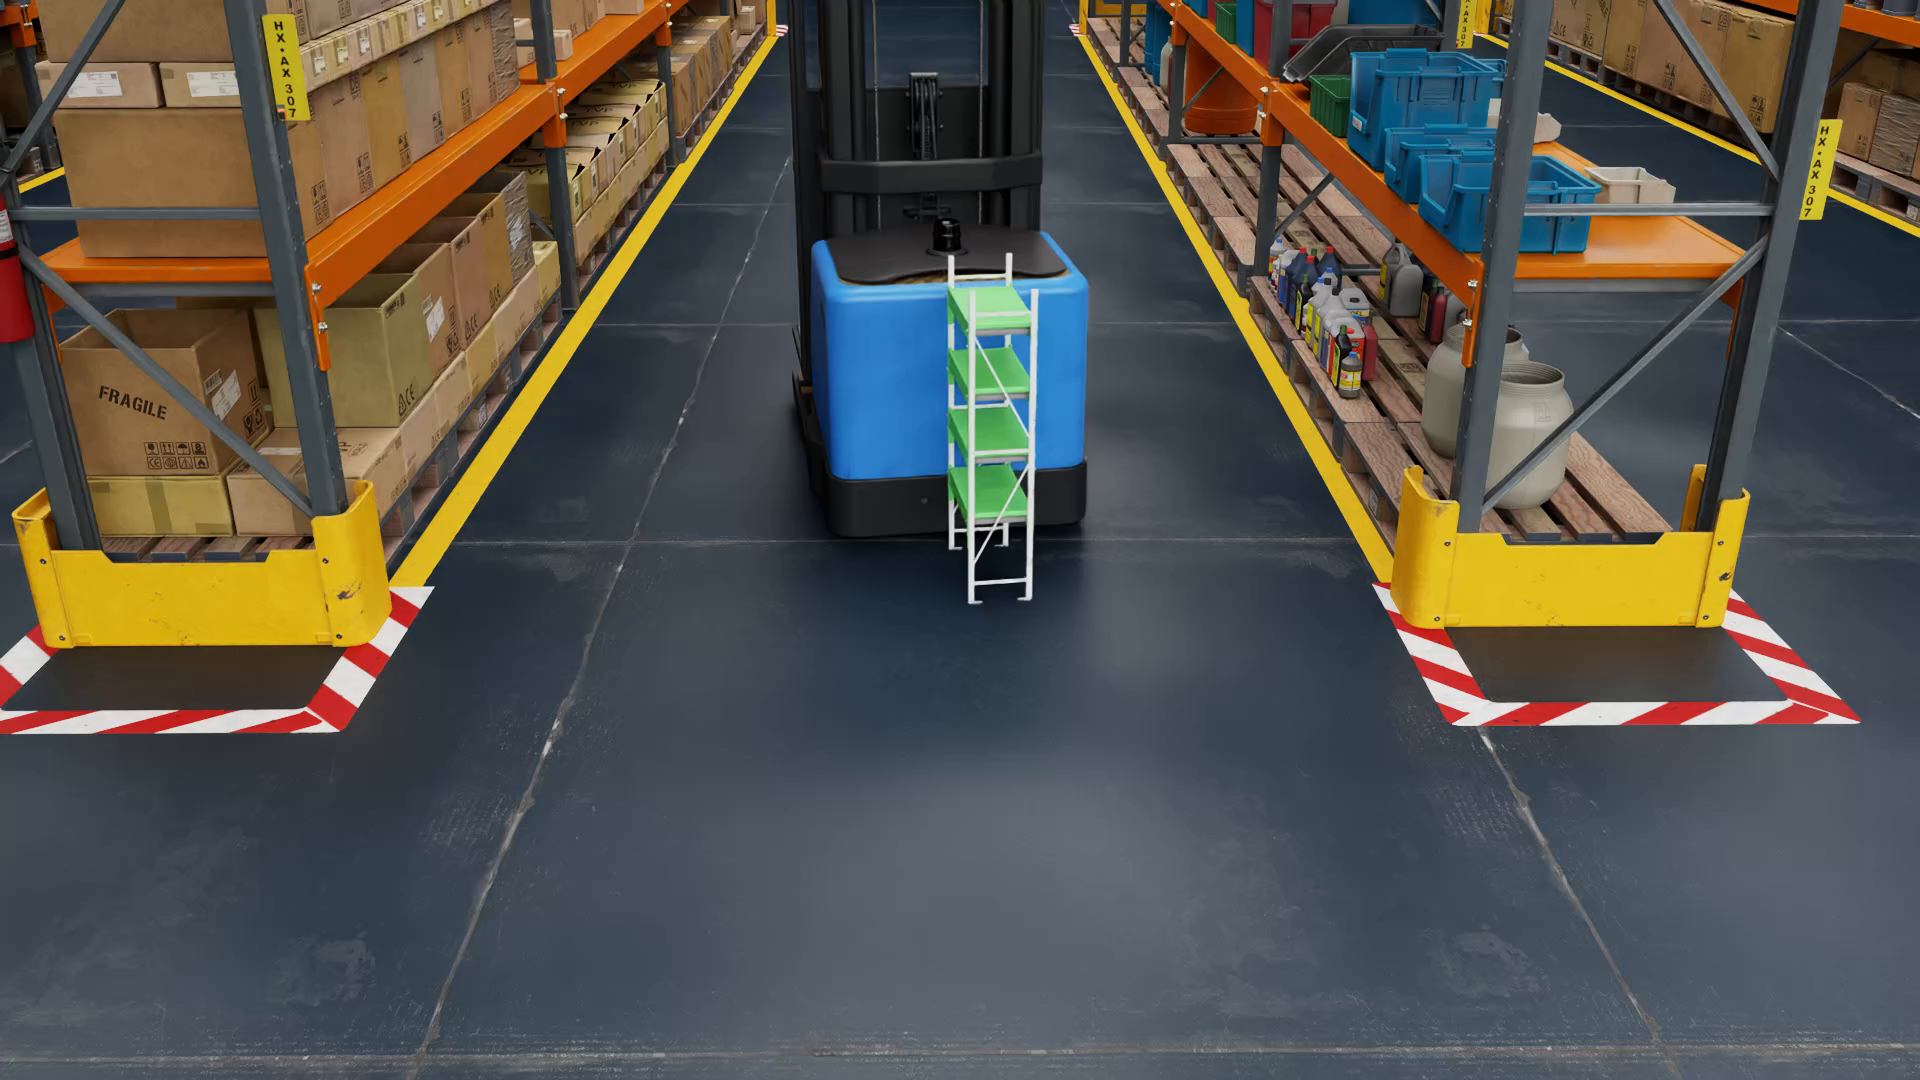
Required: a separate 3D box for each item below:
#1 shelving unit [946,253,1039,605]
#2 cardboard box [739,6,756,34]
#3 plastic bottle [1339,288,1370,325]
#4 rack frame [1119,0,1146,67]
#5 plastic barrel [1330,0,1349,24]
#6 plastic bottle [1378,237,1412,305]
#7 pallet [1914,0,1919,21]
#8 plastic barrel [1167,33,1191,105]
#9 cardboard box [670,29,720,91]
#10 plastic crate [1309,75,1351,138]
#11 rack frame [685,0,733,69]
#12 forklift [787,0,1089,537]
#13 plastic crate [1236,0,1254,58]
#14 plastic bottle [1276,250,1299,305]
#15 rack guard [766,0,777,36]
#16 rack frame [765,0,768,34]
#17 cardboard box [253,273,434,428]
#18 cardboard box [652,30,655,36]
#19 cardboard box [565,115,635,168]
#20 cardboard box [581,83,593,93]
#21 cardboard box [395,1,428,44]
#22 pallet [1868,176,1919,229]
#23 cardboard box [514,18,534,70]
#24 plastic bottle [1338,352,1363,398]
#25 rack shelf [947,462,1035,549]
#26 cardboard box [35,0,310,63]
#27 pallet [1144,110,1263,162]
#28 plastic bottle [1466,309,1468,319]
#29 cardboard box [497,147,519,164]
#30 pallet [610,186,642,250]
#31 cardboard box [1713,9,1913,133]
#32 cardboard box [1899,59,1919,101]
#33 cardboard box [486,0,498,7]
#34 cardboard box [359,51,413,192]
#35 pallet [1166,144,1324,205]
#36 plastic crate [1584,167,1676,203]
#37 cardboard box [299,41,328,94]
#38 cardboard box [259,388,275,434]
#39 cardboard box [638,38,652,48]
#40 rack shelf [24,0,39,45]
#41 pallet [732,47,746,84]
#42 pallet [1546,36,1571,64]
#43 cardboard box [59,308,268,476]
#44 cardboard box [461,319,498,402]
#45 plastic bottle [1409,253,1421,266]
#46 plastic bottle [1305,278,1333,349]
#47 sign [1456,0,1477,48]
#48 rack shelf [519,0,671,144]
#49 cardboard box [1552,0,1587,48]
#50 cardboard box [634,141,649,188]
[{"bbox_3d":[0.112,-0.415,6.212,0.258,1.200,0.503,-4,25,-8],"label":"shelving unit"},{"bbox_3d":[-2.633,-5.993,19.163,0.500,0.250,0.500,0,24,-1],"label":"cardboard box"},{"bbox_3d":[1.967,-1.119,8.355,0.152,0.276,0.135,0,24,-1],"label":"plastic bottle"},{"bbox_3d":[2.131,-6.032,16.447,1.000,3.000,0.127,0,24,-1],"label":"rack frame"},{"bbox_3d":[2.427,-3.193,10.004,0.433,0.535,0.433,0,24,0],"label":"plastic barrel"},{"bbox_3d":[2.369,-1.464,9.028,0.144,0.351,0.185,0,24,-1],"label":"plastic bottle"},{"bbox_3d":[7.190,-3.503,11.088,1.003,0.211,1.213,0,24,-1],"label":"pallet"},{"bbox_3d":[2.140,-4.143,14.688,0.600,0.588,0.708,0,24,-1],"label":"plastic barrel"},{"bbox_3d":[-2.528,-4.460,15.472,0.500,0.500,0.500,0,24,0],"label":"cardboard box"},{"bbox_3d":[1.951,-2.078,7.963,0.450,0.188,0.662,0,24,-1],"label":"plastic crate"},{"bbox_3d":[-2.822,-6.011,16.401,1.000,3.000,0.127,0,24,-1],"label":"rack frame"},{"bbox_3d":[-0.224,-1.925,7.449,1.130,2.935,3.031,-4,25,-8],"label":"forklift"},{"bbox_3d":[1.895,-3.181,10.164,0.392,0.384,0.575,0,24,-1],"label":"plastic crate"},{"bbox_3d":[1.814,-1.429,9.040,0.152,0.276,0.135,1,24,1],"label":"plastic bottle"},{"bbox_3d":[-2.865,-6.489,20.492,1.175,0.500,0.348,0,24,-1],"label":"rack guard"},{"bbox_3d":[-2.866,-7.660,20.046,1.000,3.000,0.127,0,24,-1],"label":"rack frame"},{"bbox_3d":[-2.482,-0.775,6.740,0.500,0.500,0.500,0,24,-1],"label":"cardboard box"},{"bbox_3d":[-3.050,-4.802,15.317,0.500,0.250,0.500,0,24,0],"label":"cardboard box"},{"bbox_3d":[-2.508,-2.714,11.257,0.500,0.311,0.500,0,24,1],"label":"cardboard box"},{"bbox_3d":[-3.067,-3.340,12.641,0.500,0.311,0.500,1,24,1],"label":"cardboard box"},{"bbox_3d":[-2.496,-2.204,7.074,0.380,0.149,0.250,0,24,0],"label":"cardboard box"},{"bbox_3d":[7.145,-2.312,11.606,1.003,0.211,1.213,0,24,-1],"label":"pallet"},{"bbox_3d":[-2.784,-2.849,9.592,0.500,0.250,0.500,1,24,3],"label":"cardboard box"},{"bbox_3d":[1.803,-0.768,7.669,0.097,0.201,0.097,0,24,0],"label":"plastic bottle"},{"bbox_3d":[0.112,-0.139,6.338,0.258,0.148,0.480,-4,25,-8],"label":"rack shelf"},{"bbox_3d":[-2.684,-1.917,5.654,0.700,0.500,0.500,0,24,0],"label":"cardboard box"},{"bbox_3d":[2.124,-3.438,14.095,1.003,0.211,1.213,0,24,-1],"label":"pallet"},{"bbox_3d":[2.547,-1.059,8.229,0.097,0.271,0.097,0,24,0],"label":"plastic bottle"},{"bbox_3d":[-3.038,-2.289,10.317,0.500,0.311,0.500,0,24,1],"label":"cardboard box"},{"bbox_3d":[-2.798,-2.252,11.472,1.003,0.211,1.213,0,24,-1],"label":"pallet"},{"bbox_3d":[7.141,-3.914,13.832,1.225,0.875,0.875,-1,24,-3],"label":"cardboard box"},{"bbox_3d":[7.180,-3.315,12.029,0.500,0.250,0.500,2,24,5],"label":"cardboard box"},{"bbox_3d":[-2.512,-2.735,8.249,0.380,0.149,0.250,-1,24,-2],"label":"cardboard box"},{"bbox_3d":[-2.694,-1.726,6.804,0.700,0.500,0.500,0,24,0],"label":"cardboard box"},{"bbox_3d":[2.144,-2.794,12.671,1.003,0.211,1.213,0,24,-1],"label":"pallet"},{"bbox_3d":[2.574,-1.337,6.387,0.298,0.136,0.250,0,24,-1],"label":"plastic crate"},{"bbox_3d":[-2.486,-1.679,5.914,0.380,0.149,0.250,-1,24,-2],"label":"cardboard box"},{"bbox_3d":[-3.010,-0.431,6.889,0.500,0.250,0.500,0,24,-1],"label":"cardboard box"},{"bbox_3d":[-3.041,-4.238,14.981,0.500,0.500,0.500,-1,24,-3],"label":"cardboard box"},{"bbox_3d":[-7.754,-4.836,14.675,1.077,0.370,4.000,0,24,-1],"label":"rack shelf"},{"bbox_3d":[-2.829,-5.024,17.602,1.003,0.211,1.213,0,24,-1],"label":"pallet"},{"bbox_3d":[7.137,-5.601,18.879,1.003,0.211,1.213,0,24,-1],"label":"pallet"},{"bbox_3d":[-2.995,-0.566,6.279,0.500,0.500,0.500,0,24,-1],"label":"cardboard box"},{"bbox_3d":[-2.489,-0.845,7.806,0.500,0.250,0.500,0,24,-1],"label":"cardboard box"},{"bbox_3d":[2.513,-1.465,9.030,0.144,0.351,0.185,-1,24,-2],"label":"plastic bottle"},{"bbox_3d":[1.819,-1.142,8.315,0.144,0.351,0.185,0,24,-1],"label":"plastic bottle"},{"bbox_3d":[2.768,-2.860,9.097,0.100,0.325,0.005,0,24,-1],"label":"sign"},{"bbox_3d":[-2.757,-3.211,11.083,1.077,0.370,4.000,0,24,-1],"label":"rack shelf"},{"bbox_3d":[7.147,-5.921,18.270,0.875,0.875,0.875,0,24,-1],"label":"cardboard box"},{"bbox_3d":[-2.517,-2.666,11.832,0.500,0.250,0.500,0,24,1],"label":"cardboard box"}]
